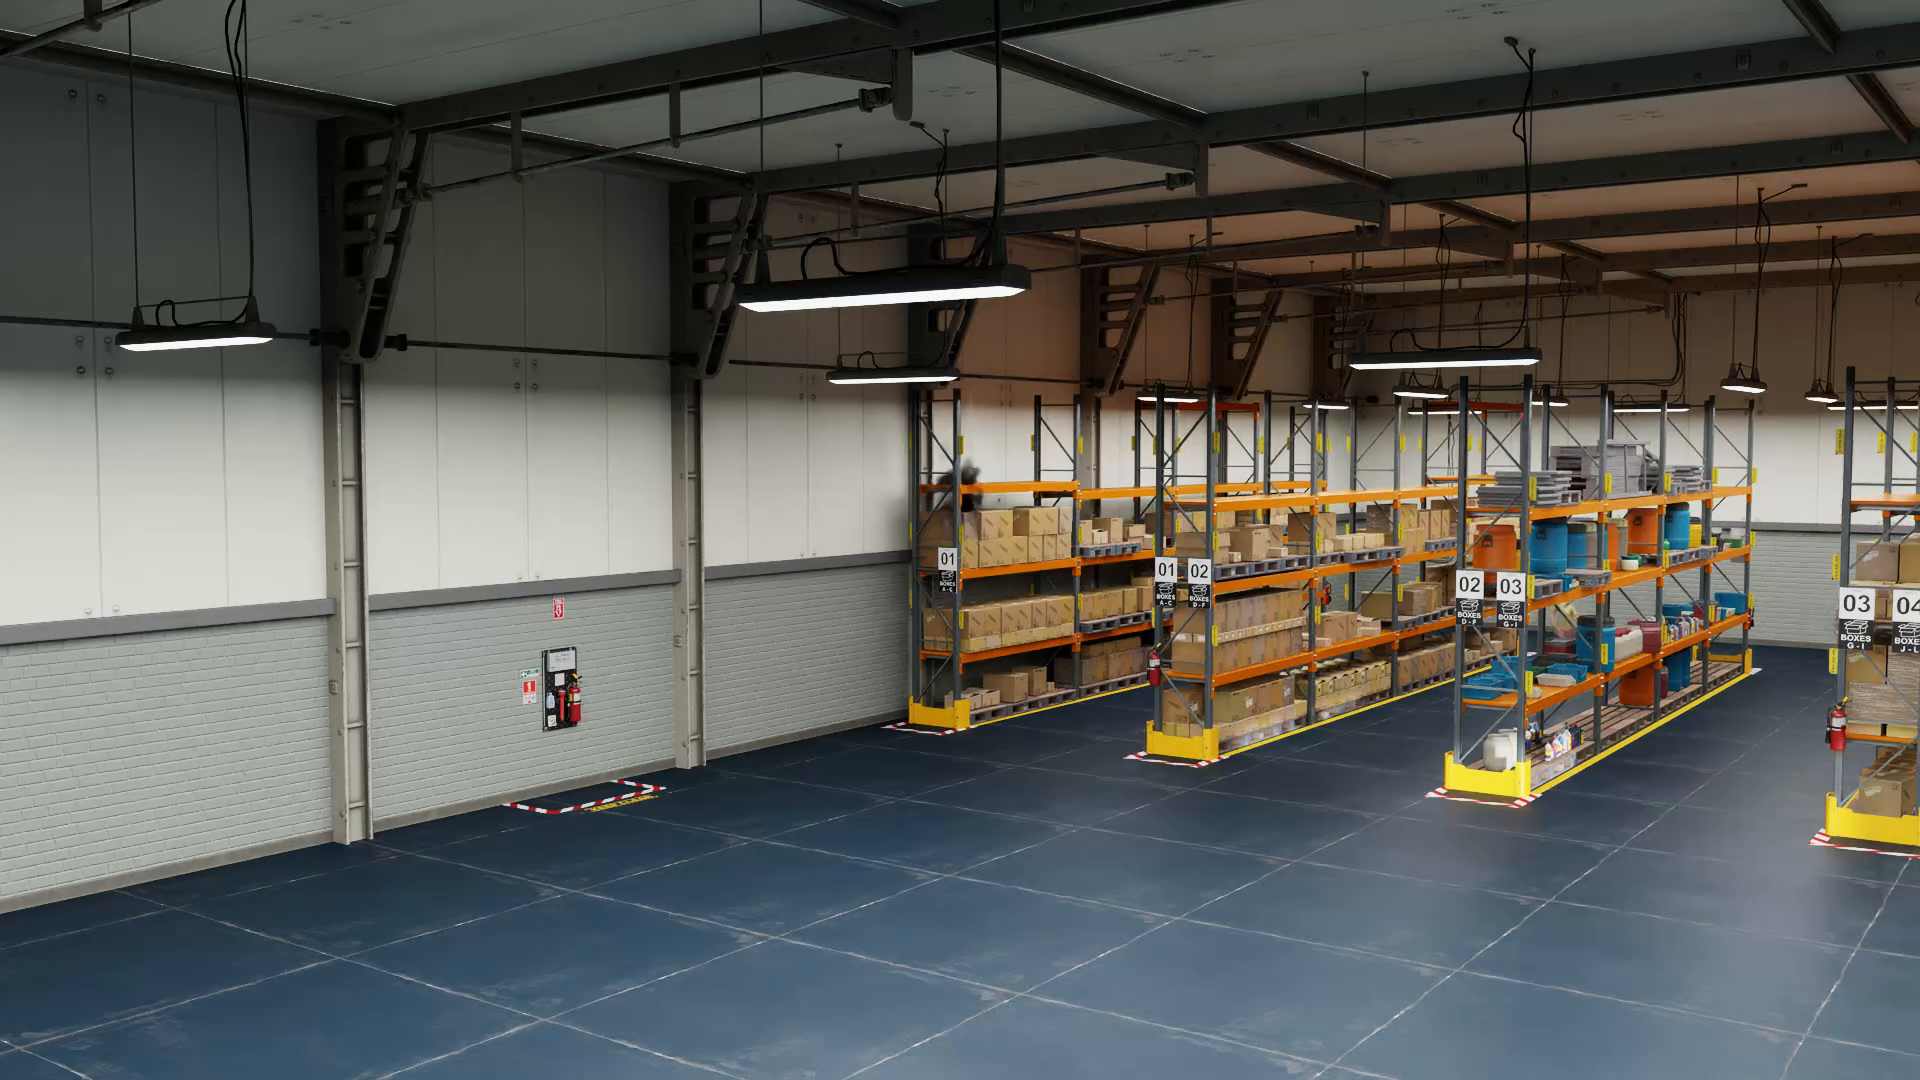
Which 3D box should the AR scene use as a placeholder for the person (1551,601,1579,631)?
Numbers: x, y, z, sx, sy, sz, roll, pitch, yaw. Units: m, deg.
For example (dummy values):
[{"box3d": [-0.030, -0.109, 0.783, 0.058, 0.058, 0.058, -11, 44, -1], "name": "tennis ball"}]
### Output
[{"box3d": [13.640, 2.046, 37.532, 0.598, 1.663, 0.873, 1, 4, 25], "name": "person"}]
